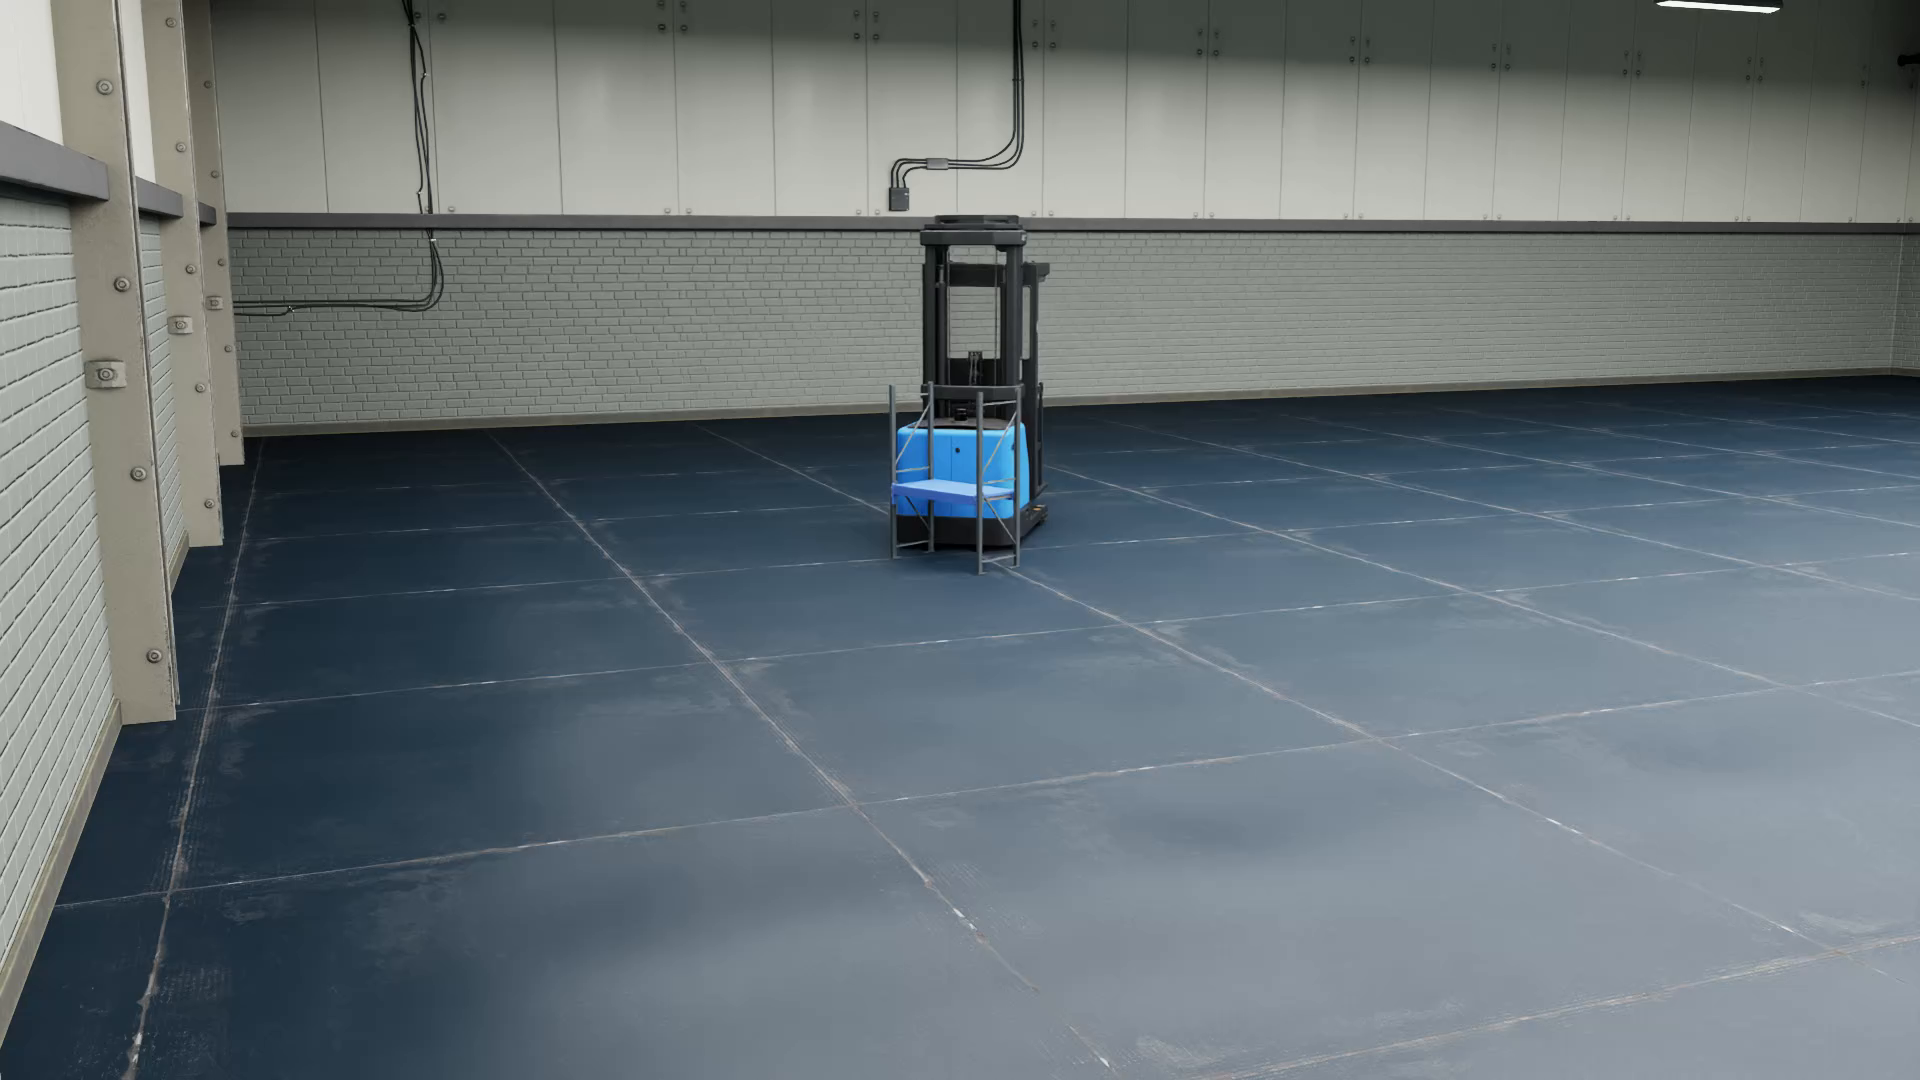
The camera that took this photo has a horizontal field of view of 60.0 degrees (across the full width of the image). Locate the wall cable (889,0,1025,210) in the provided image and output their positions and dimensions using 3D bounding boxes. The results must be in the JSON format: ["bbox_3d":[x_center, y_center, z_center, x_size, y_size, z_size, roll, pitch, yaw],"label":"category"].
[{"bbox_3d":[-0.021,-8.225,26.084,2.305,6.003,0.169,-4,11,-21],"label":"wall cable"}]

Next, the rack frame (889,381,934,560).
[{"bbox_3d":[-0.415,-0.603,14.358,0.032,1.500,0.500,10,14,43],"label":"rack frame"}]

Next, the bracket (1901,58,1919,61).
[{"bbox_3d":[19.193,-9.493,32.644,0.076,0.066,3.189,-4,11,-21],"label":"bracket"}]

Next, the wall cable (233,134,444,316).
[{"bbox_3d":[-8.875,-4.422,23.281,3.097,2.526,0.112,-4,11,-21],"label":"wall cable"}]

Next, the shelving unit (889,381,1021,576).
[{"bbox_3d":[-0.049,-0.541,14.011,1.048,1.500,0.538,10,14,43],"label":"shelving unit"}]

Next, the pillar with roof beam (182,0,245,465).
[{"bbox_3d":[-5.028,-5.659,21.370,9.100,9.000,0.400,-4,11,-21],"label":"pillar with roof beam"}]

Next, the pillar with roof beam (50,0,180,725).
[{"bbox_3d":[-0.679,-3.700,10.358,9.100,9.000,0.400,-4,11,-21],"label":"pillar with roof beam"}]

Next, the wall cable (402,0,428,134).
[{"bbox_3d":[-6.354,-7.080,23.804,3.097,2.526,0.112,-4,11,-21],"label":"wall cable"}]

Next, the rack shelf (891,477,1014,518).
[{"bbox_3d":[-0.049,-0.364,14.042,1.000,0.185,0.538,10,14,43],"label":"rack shelf"}]

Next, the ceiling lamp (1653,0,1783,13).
[{"bbox_3d":[10.254,-8.848,22.627,2.000,3.185,0.800,-4,11,-21],"label":"ceiling lamp"}]

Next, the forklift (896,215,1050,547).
[{"bbox_3d":[0.241,-1.596,15.854,1.130,2.935,3.031,2,10,12],"label":"forklift"}]

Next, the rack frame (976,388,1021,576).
[{"bbox_3d":[0.317,-0.480,13.664,0.032,1.500,0.500,10,14,43],"label":"rack frame"}]

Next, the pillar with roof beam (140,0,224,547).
[{"bbox_3d":[-2.854,-4.680,15.864,9.100,9.000,0.400,-4,11,-21],"label":"pillar with roof beam"}]

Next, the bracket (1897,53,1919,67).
[{"bbox_3d":[18.979,-9.589,33.186,0.235,0.232,0.430,-4,11,-21],"label":"bracket"}]
